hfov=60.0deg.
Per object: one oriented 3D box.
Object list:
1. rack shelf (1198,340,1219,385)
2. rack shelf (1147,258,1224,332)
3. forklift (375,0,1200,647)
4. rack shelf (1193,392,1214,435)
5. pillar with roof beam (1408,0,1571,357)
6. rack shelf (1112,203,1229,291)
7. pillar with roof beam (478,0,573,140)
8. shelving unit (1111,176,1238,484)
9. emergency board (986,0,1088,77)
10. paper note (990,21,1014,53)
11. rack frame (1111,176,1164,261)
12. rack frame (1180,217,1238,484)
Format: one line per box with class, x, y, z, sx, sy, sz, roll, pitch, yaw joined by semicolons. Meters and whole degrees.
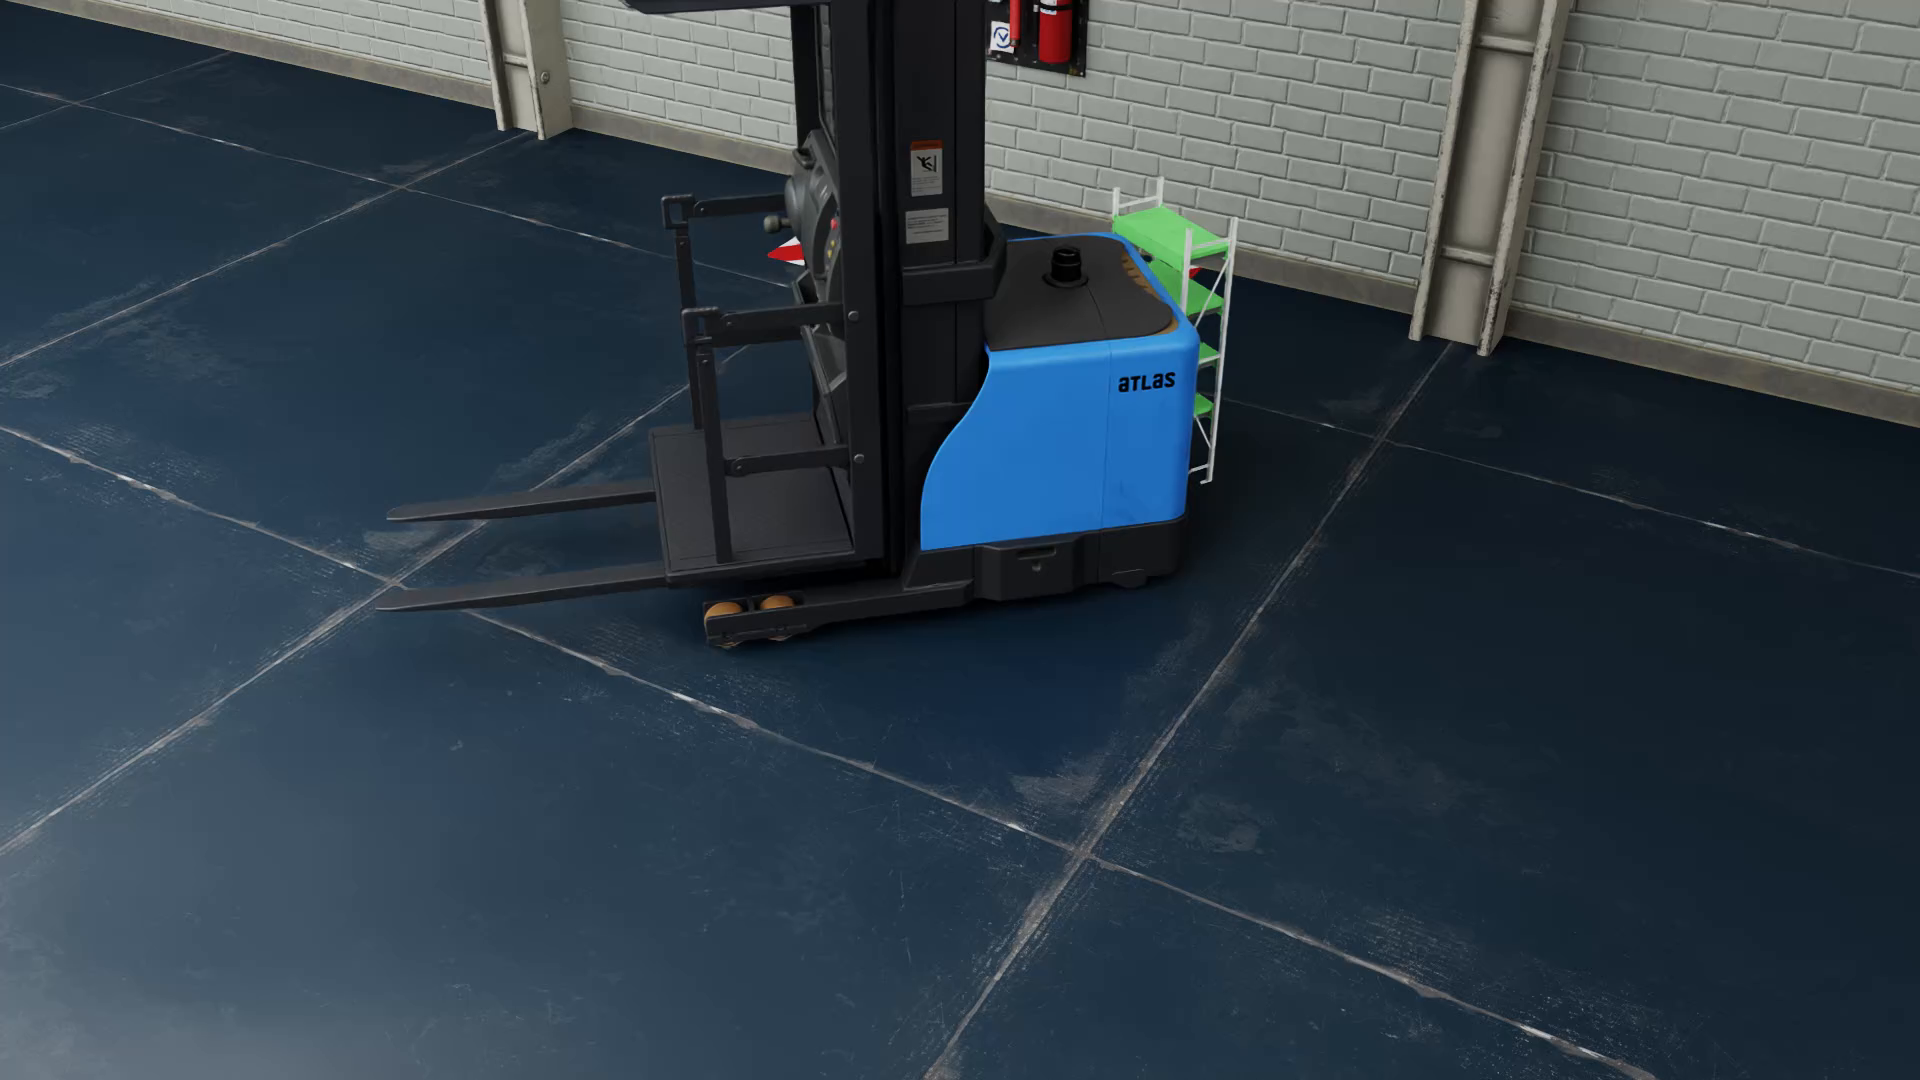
rack shelf;0.851;-0.786;6.963;0.258;0.148;0.480;-18;38;-25
rack shelf;0.851;-0.986;6.830;0.258;0.148;0.480;-18;38;-25
forklift;-0.694;-1.144;5.824;3.031;2.935;1.130;-7;34;-10
rack shelf;0.851;-0.586;7.096;0.258;0.148;0.480;-18;38;-25
pillar with roof beam;0.337;-2.693;2.676;0.400;9.000;9.100;18;37;24
rack shelf;0.852;-1.186;6.697;0.258;0.148;0.480;-18;38;-25
pillar with roof beam;-4.872;-4.343;5.154;0.400;9.000;9.100;18;37;24
shelving unit;0.851;-0.839;6.928;0.258;1.200;0.503;-18;38;-25
emergency board;0.346;-2.966;8.498;0.643;1.169;0.194;18;37;24
paper note;0.227;-2.681;8.865;0.142;0.148;0.016;18;37;24
rack frame;0.728;-0.956;7.103;0.240;1.200;0.015;-18;38;-25
rack frame;0.974;-0.723;6.752;0.240;1.200;0.015;-18;38;-25
